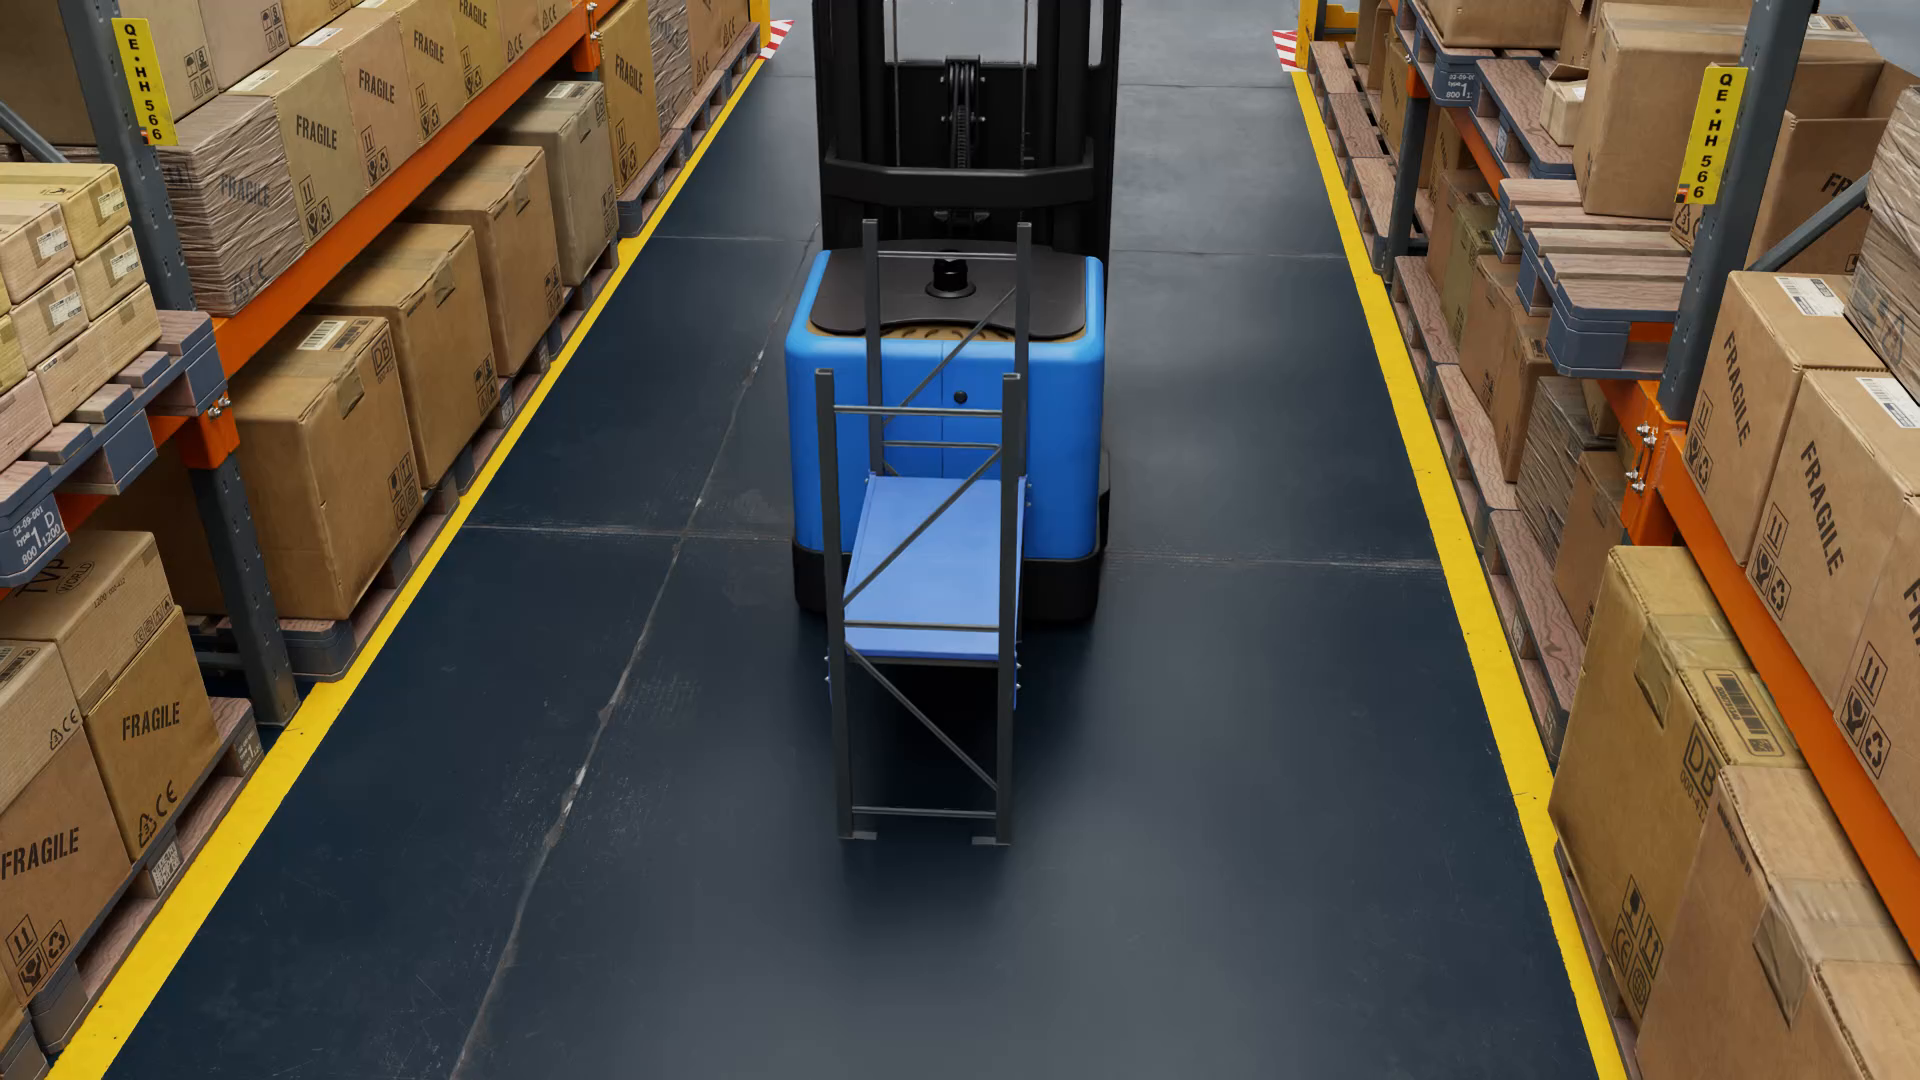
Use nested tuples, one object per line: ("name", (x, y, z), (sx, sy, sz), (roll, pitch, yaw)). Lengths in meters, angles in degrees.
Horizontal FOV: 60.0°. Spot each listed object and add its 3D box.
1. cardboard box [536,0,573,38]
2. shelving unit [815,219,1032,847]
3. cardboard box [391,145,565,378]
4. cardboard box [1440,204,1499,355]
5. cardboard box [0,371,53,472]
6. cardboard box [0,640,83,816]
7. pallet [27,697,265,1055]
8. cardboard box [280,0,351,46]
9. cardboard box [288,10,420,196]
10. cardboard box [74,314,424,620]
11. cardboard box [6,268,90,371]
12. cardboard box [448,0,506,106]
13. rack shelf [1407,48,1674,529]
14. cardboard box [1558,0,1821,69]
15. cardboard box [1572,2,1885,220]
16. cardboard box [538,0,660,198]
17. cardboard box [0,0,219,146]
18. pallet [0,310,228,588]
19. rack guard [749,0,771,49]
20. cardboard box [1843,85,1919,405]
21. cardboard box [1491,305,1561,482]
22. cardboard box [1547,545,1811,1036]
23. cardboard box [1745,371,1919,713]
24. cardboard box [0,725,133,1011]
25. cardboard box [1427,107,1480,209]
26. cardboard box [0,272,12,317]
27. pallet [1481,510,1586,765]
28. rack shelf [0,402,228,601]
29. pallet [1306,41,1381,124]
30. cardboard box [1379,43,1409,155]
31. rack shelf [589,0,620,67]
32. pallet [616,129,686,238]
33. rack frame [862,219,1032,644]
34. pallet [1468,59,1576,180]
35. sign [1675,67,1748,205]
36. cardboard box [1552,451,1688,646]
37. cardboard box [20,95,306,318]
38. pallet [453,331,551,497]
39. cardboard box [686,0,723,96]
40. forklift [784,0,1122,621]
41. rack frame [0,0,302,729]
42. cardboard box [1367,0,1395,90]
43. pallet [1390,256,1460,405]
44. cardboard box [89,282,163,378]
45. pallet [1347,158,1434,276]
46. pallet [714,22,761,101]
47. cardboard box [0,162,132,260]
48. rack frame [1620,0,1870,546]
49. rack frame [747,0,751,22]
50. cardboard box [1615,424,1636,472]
("cardboard box", (-2.083, -2.580, 7.483), (0.500, 0.500, 0.500), (2, 32, 4))
("shelving unit", (-0.071, -0.033, 4.874), (0.538, 1.500, 1.048), (2, 32, 3))
("cardboard box", (-2.350, -1.210, 7.099), (1.050, 0.750, 0.750), (2, 32, 4))
("cardboard box", (2.499, -1.112, 7.158), (0.700, 0.500, 0.500), (2, 32, 4))
("cardboard box", (-2.257, -0.260, 3.653), (0.380, 0.149, 0.250), (3, 32, 5))
("cardboard box", (-2.458, 0.469, 3.897), (0.500, 0.250, 0.500), (3, 32, 5))
("pallet", (-2.698, 0.865, 4.645), (1.003, 0.211, 1.213), (2, 32, 4))
("cardboard box", (-2.507, -1.966, 5.533), (0.700, 0.500, 0.500), (2, 32, 3))
("cardboard box", (-2.247, -1.526, 5.772), (0.500, 0.500, 0.500), (2, 32, 4))
("cardboard box", (-2.494, -0.266, 5.567), (1.050, 0.750, 0.750), (2, 32, 3))
("cardboard box", (-2.239, -0.511, 3.777), (0.380, 0.149, 0.250), (4, 32, 6))
("cardboard box", (-2.166, -2.052, 6.625), (0.500, 0.500, 0.500), (3, 32, 5))
("rack shelf", (2.465, -1.205, 6.032), (1.077, 0.370, 4.000), (2, 32, 4))
("cardboard box", (2.579, -1.870, 5.926), (0.797, 0.503, 0.637), (6, 32, 9))
("cardboard box", (2.252, -1.267, 4.952), (0.700, 0.500, 0.500), (7, 32, 11))
("cardboard box", (-2.186, -2.422, 8.946), (0.875, 0.875, 0.875), (3, 32, 5))
("cardboard box", (-2.586, -1.433, 4.668), (0.700, 0.500, 0.500), (2, 32, 4))
("pallet", (-2.585, -0.272, 4.014), (1.213, 0.211, 1.003), (2, 32, 4))
("rack guard", (-1.980, -3.862, 12.040), (1.175, 0.500, 0.348), (2, 32, 4))
("cardboard box", (2.227, -0.554, 3.238), (0.797, 0.503, 0.637), (3, 32, 6))
("cardboard box", (2.409, -0.527, 6.210), (0.700, 0.500, 0.500), (5, 32, 8))
("cardboard box", (2.225, 0.620, 4.010), (1.225, 0.875, 0.875), (1, 32, 2))
("cardboard box", (1.952, 0.004, 3.289), (0.500, 0.500, 0.500), (2, 32, 3))
("cardboard box", (-2.472, 0.782, 4.105), (0.500, 0.500, 0.500), (4, 32, 6))
("cardboard box", (2.700, -1.879, 8.423), (0.500, 0.500, 0.500), (2, 32, 2))
("cardboard box", (-2.260, -0.511, 3.493), (0.380, 0.149, 0.250), (3, 32, 5))
("pallet", (2.367, 0.313, 5.541), (1.003, 0.211, 1.213), (2, 32, 4))
("rack shelf", (-2.796, 0.622, 3.068), (1.077, 0.370, 4.000), (2, 32, 4))
("pallet", (2.846, -2.999, 10.915), (1.003, 0.211, 1.213), (2, 32, 4))
("cardboard box", (2.712, -2.507, 9.442), (0.500, 0.500, 0.500), (0, 32, 0))
("rack shelf", (-2.144, -3.562, 9.856), (1.077, 0.370, 4.000), (2, 32, 4))
("pallet", (-2.167, -2.029, 9.342), (1.003, 0.211, 1.213), (2, 32, 4))
("rack frame", (-0.039, -0.299, 5.306), (0.500, 1.500, 0.032), (2, 32, 3))
("pallet", (2.423, -1.421, 5.879), (1.003, 0.211, 1.213), (2, 32, 4))
("sign", (1.761, -0.943, 3.893), (0.100, 0.325, 0.005), (2, 32, 4))
("cardboard box", (2.337, 0.060, 5.257), (0.700, 0.500, 0.500), (1, 32, 1))
("cardboard box", (-2.327, -0.996, 4.912), (0.500, 0.500, 0.500), (3, 32, 5))
("pallet", (-2.392, -0.589, 7.004), (1.003, 0.211, 1.213), (2, 32, 4))
("cardboard box", (-2.040, -3.370, 10.485), (0.875, 0.875, 0.875), (2, 32, 3))
("forklift", (0.040, -1.718, 6.244), (1.130, 2.935, 3.031), (2, 32, 3))
("rack frame", (-2.633, -0.730, 4.576), (1.000, 3.000, 0.127), (2, 32, 4))
("cardboard box", (2.872, -3.124, 10.442), (0.500, 0.500, 0.500), (11, 33, 17))
("pallet", (2.566, -0.963, 7.612), (1.003, 0.211, 1.213), (2, 32, 4))
("cardboard box", (-2.215, -0.525, 4.081), (0.380, 0.149, 0.250), (3, 32, 5))
("pallet", (2.647, -1.723, 8.845), (1.003, 0.211, 1.213), (2, 32, 4))
("pallet", (-1.969, -3.305, 11.412), (1.003, 0.211, 1.213), (2, 32, 4))
("cardboard box", (-2.216, -0.780, 3.928), (0.380, 0.149, 0.250), (1, 32, 2))
("rack frame", (2.302, -0.466, 4.147), (1.000, 3.000, 0.127), (2, 32, 4))
("rack frame", (-1.982, -4.914, 11.364), (1.000, 3.000, 0.127), (2, 32, 4))
("cardboard box", (2.327, -0.260, 5.061), (0.500, 0.250, 0.500), (4, 32, 6))
